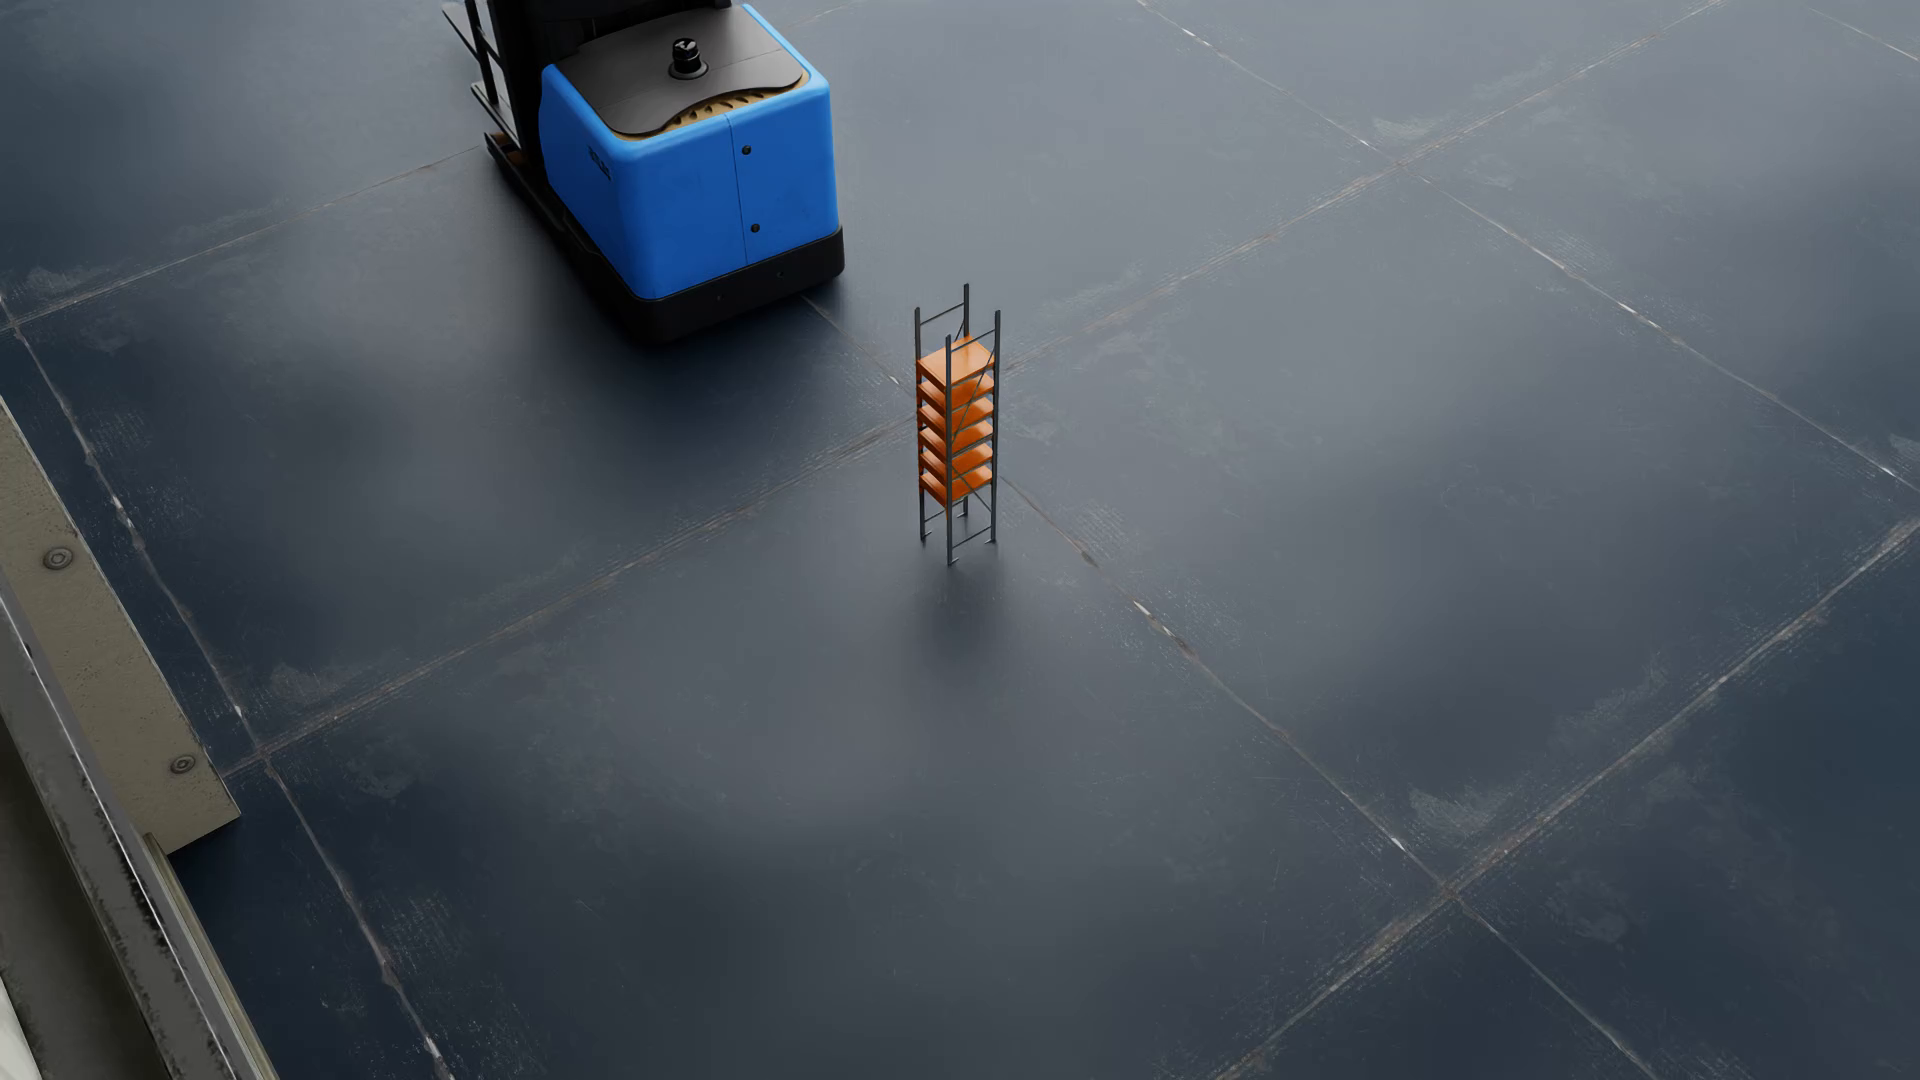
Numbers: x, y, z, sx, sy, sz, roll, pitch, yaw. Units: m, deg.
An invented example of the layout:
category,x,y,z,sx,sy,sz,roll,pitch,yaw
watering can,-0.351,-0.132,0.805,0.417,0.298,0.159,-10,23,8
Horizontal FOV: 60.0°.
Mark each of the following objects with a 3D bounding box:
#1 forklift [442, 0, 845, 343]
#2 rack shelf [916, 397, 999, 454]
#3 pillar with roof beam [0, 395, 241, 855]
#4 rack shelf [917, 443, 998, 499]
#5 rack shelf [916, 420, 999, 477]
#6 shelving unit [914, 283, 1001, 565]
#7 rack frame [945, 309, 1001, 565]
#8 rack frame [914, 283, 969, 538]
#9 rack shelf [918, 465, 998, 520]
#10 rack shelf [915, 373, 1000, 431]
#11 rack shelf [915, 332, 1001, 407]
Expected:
category,x,y,z,sx,sy,sz,roll,pitch,yaw
forklift,-1.749,-2.945,7.440,1.130,2.935,3.031,-25,52,-21
rack shelf,-0.009,-0.462,6.256,0.258,0.103,0.180,-29,54,-24
pillar with roof beam,0.648,-4.032,4.330,9.100,9.000,0.400,-29,54,-24
rack shelf,-0.009,-0.301,6.434,0.258,0.103,0.180,-29,54,-24
rack shelf,-0.009,-0.382,6.345,0.258,0.103,0.180,-29,54,-24
shelving unit,-0.009,-0.412,6.312,0.258,1.200,0.189,-29,54,-24
rack frame,0.047,-0.358,6.263,0.240,1.200,0.006,-29,54,-24
rack frame,-0.064,-0.465,6.361,0.240,1.200,0.006,-29,54,-24
rack shelf,-0.009,-0.220,6.523,0.258,0.103,0.180,-29,54,-24
rack shelf,-0.009,-0.543,6.167,0.258,0.103,0.180,-29,54,-24
rack shelf,-0.009,-0.623,6.078,0.258,0.103,0.180,-29,54,-24
